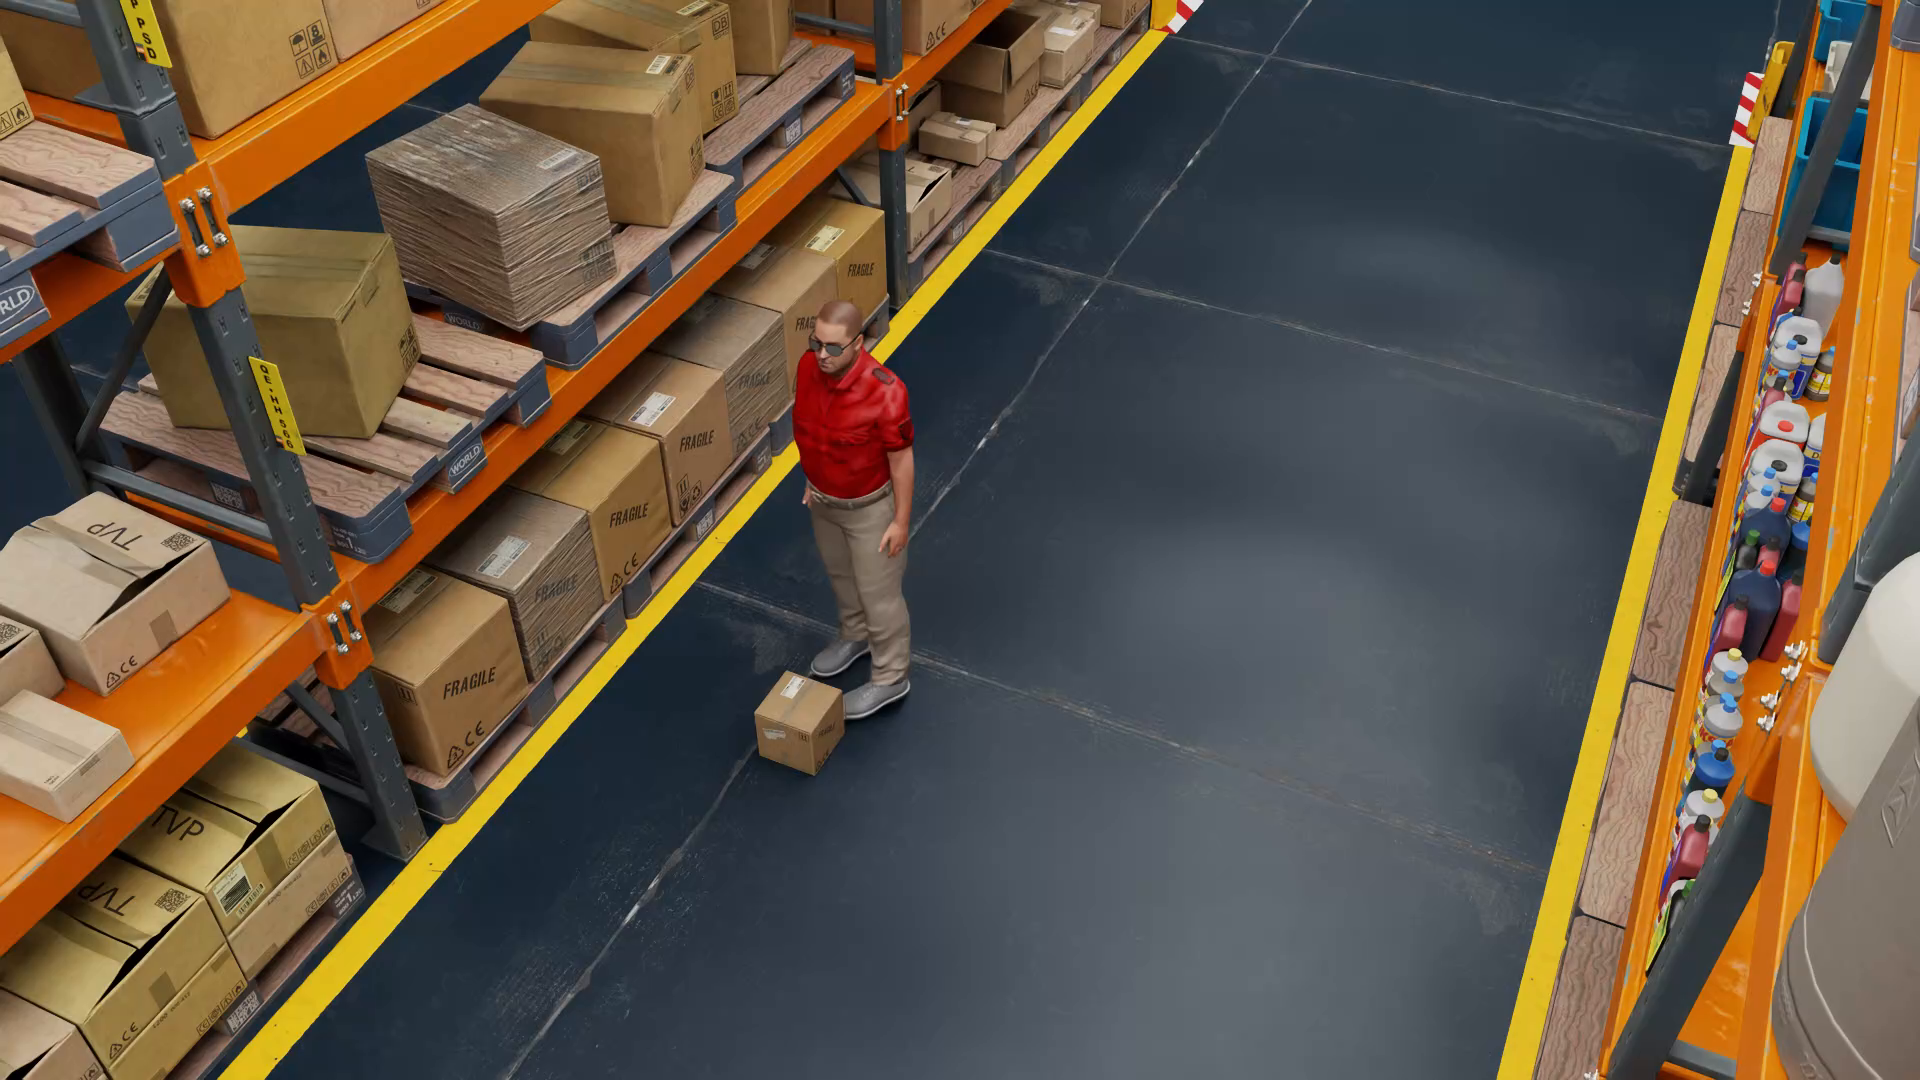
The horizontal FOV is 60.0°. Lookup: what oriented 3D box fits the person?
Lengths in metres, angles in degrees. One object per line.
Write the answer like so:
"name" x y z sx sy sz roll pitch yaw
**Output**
"person" -0.442 -0.117 6.282 0.580 1.737 0.486 30 50 30
